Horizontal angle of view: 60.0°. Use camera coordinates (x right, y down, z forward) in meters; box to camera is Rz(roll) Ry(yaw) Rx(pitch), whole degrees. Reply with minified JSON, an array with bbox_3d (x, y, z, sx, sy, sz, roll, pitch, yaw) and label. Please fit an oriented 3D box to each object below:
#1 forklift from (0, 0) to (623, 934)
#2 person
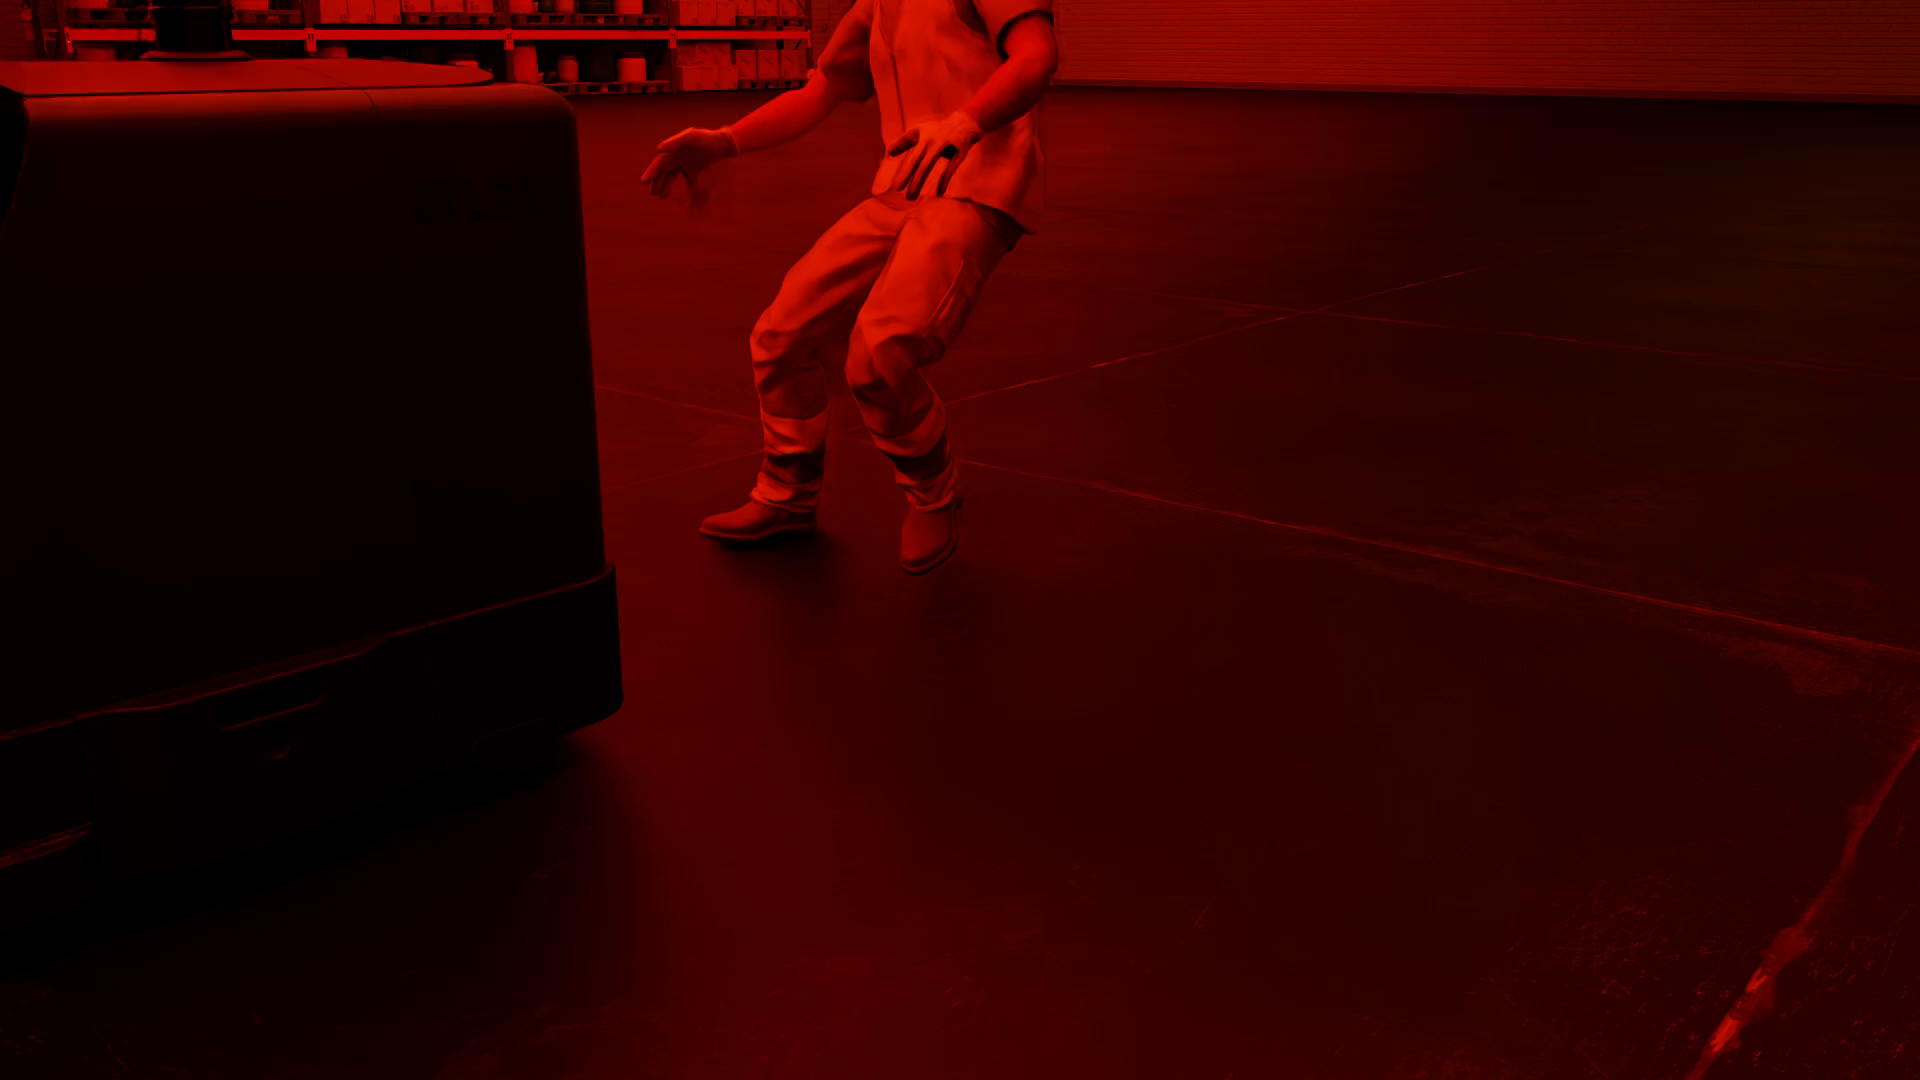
[{"bbox_3d":[-1.954,-0.849,1.692,1.130,2.935,3.031,16,23,42],"label":"forklift"},{"bbox_3d":[-0.187,-0.710,3.492,0.690,1.627,0.863,-11,20,-32],"label":"person"}]
